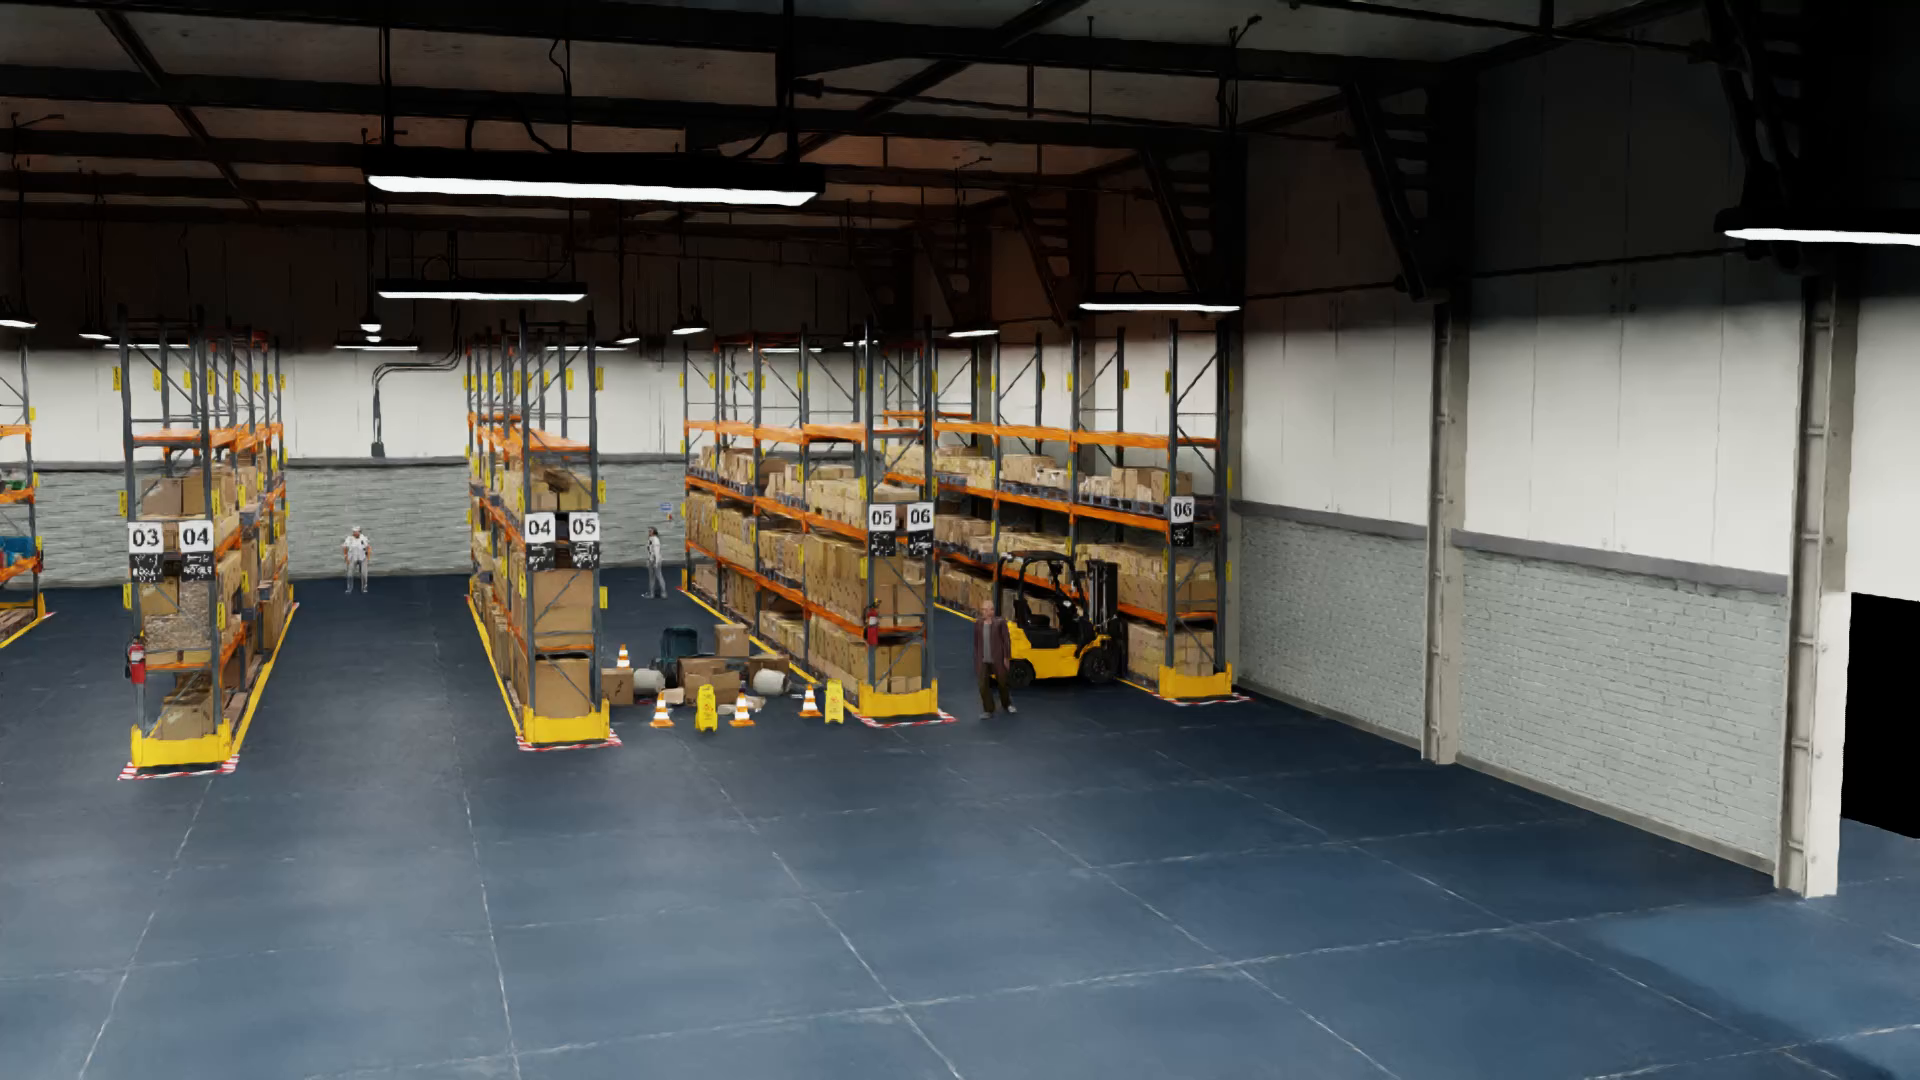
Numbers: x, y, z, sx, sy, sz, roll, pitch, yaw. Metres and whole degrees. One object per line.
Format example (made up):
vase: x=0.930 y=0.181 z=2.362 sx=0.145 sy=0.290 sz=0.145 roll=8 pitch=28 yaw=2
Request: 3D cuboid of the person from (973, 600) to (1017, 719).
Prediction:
person: x=0.512 y=1.767 z=24.892 sx=0.655 sy=1.764 sz=0.689 roll=2 pitch=6 yaw=17

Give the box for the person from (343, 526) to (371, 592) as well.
person: x=-14.335 y=0.460 z=39.542 sx=0.625 sy=1.611 sz=0.575 roll=-2 pitch=6 yaw=-21

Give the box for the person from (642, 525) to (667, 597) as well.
person: x=-7.108 y=0.496 z=38.740 sx=0.490 sy=1.667 sz=0.569 roll=-3 pitch=6 yaw=-29
